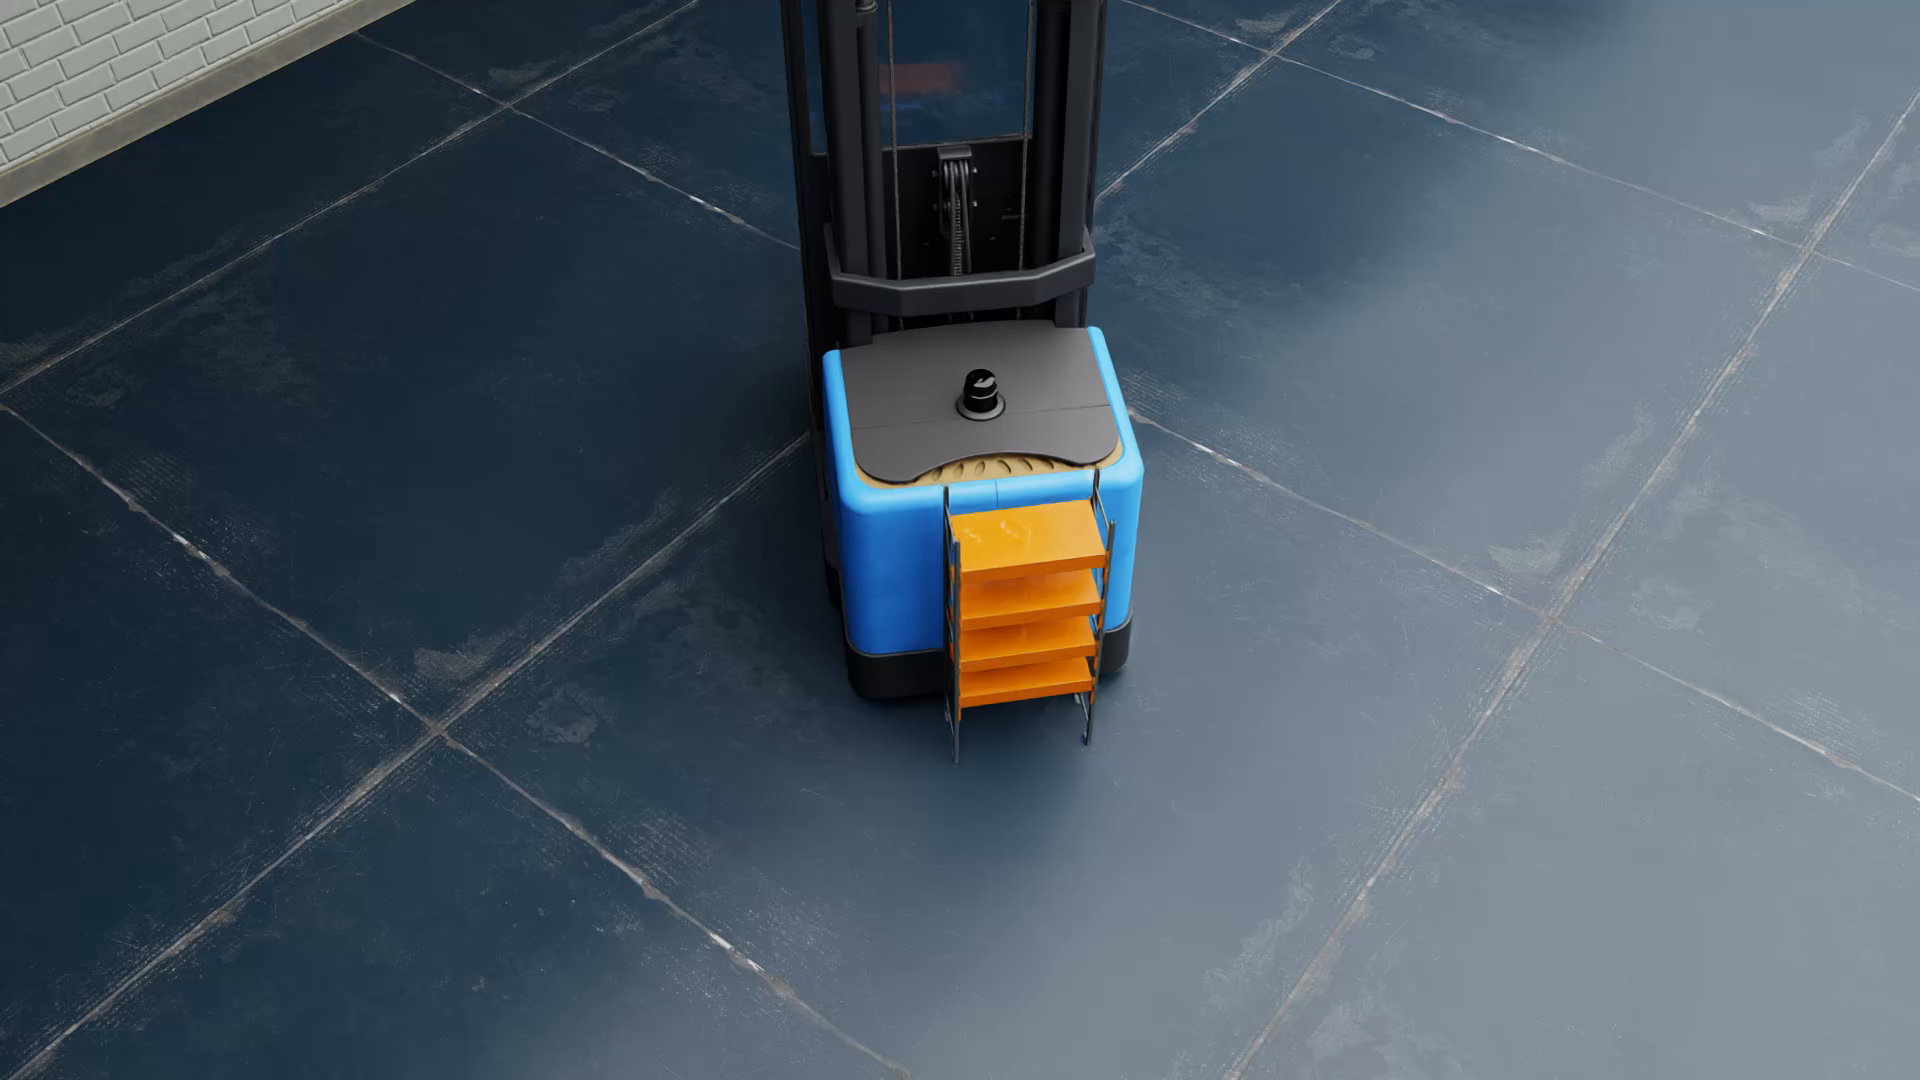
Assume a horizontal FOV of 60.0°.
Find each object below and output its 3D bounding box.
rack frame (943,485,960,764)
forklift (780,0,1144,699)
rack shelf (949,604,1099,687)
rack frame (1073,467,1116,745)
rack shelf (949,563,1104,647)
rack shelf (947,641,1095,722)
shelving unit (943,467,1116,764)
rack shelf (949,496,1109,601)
[{"bbox_3d":[-0.029,0.316,5.612,0.015,1.200,0.240,-7,49,-7],"label":"rack frame"},{"bbox_3d":[-0.085,-1.507,6.163,1.130,2.935,3.031,-6,47,-6],"label":"forklift"},{"bbox_3d":[0.211,0.331,5.690,0.480,0.148,0.258,-7,49,-7],"label":"rack shelf"},{"bbox_3d":[0.452,0.257,5.668,0.015,1.200,0.240,-7,49,-7],"label":"rack frame"},{"bbox_3d":[0.212,0.182,5.523,0.480,0.148,0.258,-7,49,-7],"label":"rack shelf"},{"bbox_3d":[0.210,0.463,5.839,0.480,0.148,0.258,-7,49,-7],"label":"rack shelf"},{"bbox_3d":[0.211,0.286,5.640,0.503,1.200,0.258,-7,49,-7],"label":"shelving unit"},{"bbox_3d":[0.214,0.025,5.346,0.480,0.148,0.258,-7,49,-7],"label":"rack shelf"}]
